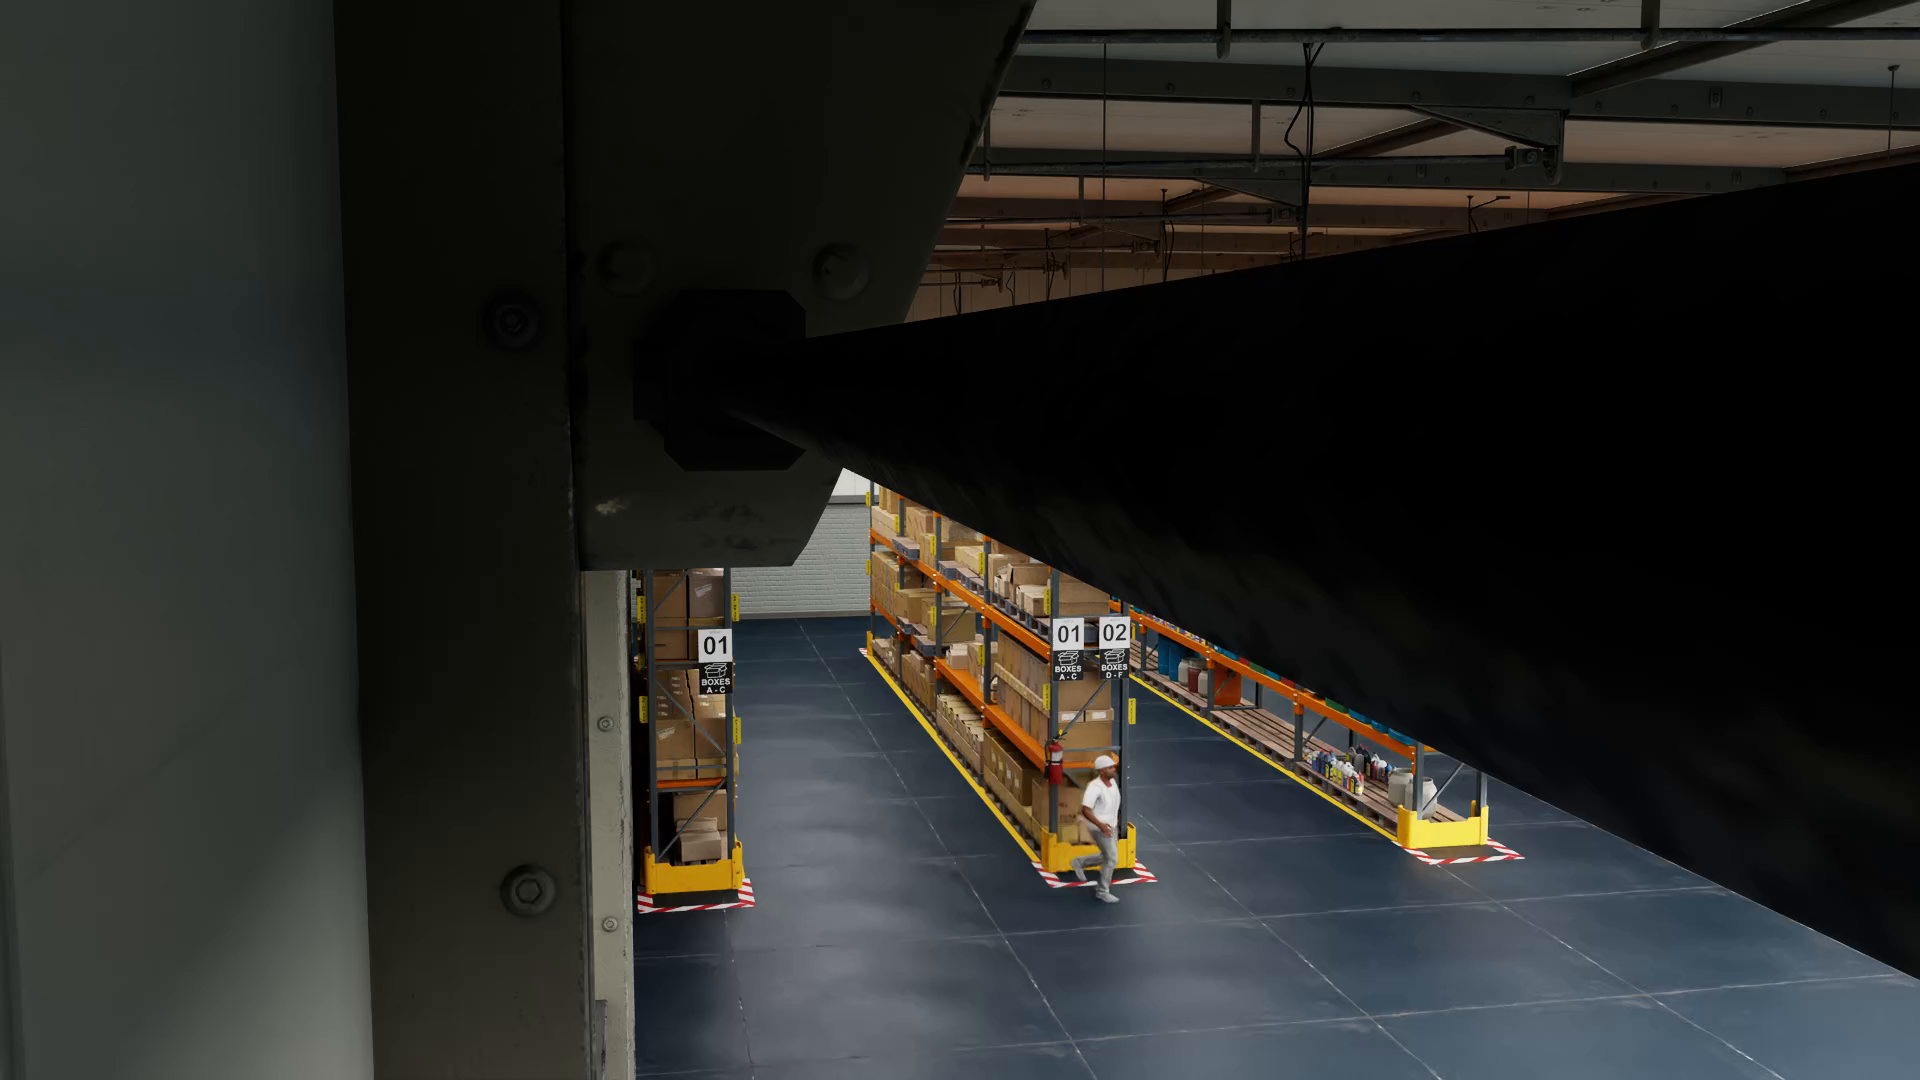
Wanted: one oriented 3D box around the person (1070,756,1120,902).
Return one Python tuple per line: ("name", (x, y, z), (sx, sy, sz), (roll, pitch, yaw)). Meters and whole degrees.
("person", (1.619, 3.413, 19.824), (0.664, 1.754, 0.716), (3, 7, 28))
